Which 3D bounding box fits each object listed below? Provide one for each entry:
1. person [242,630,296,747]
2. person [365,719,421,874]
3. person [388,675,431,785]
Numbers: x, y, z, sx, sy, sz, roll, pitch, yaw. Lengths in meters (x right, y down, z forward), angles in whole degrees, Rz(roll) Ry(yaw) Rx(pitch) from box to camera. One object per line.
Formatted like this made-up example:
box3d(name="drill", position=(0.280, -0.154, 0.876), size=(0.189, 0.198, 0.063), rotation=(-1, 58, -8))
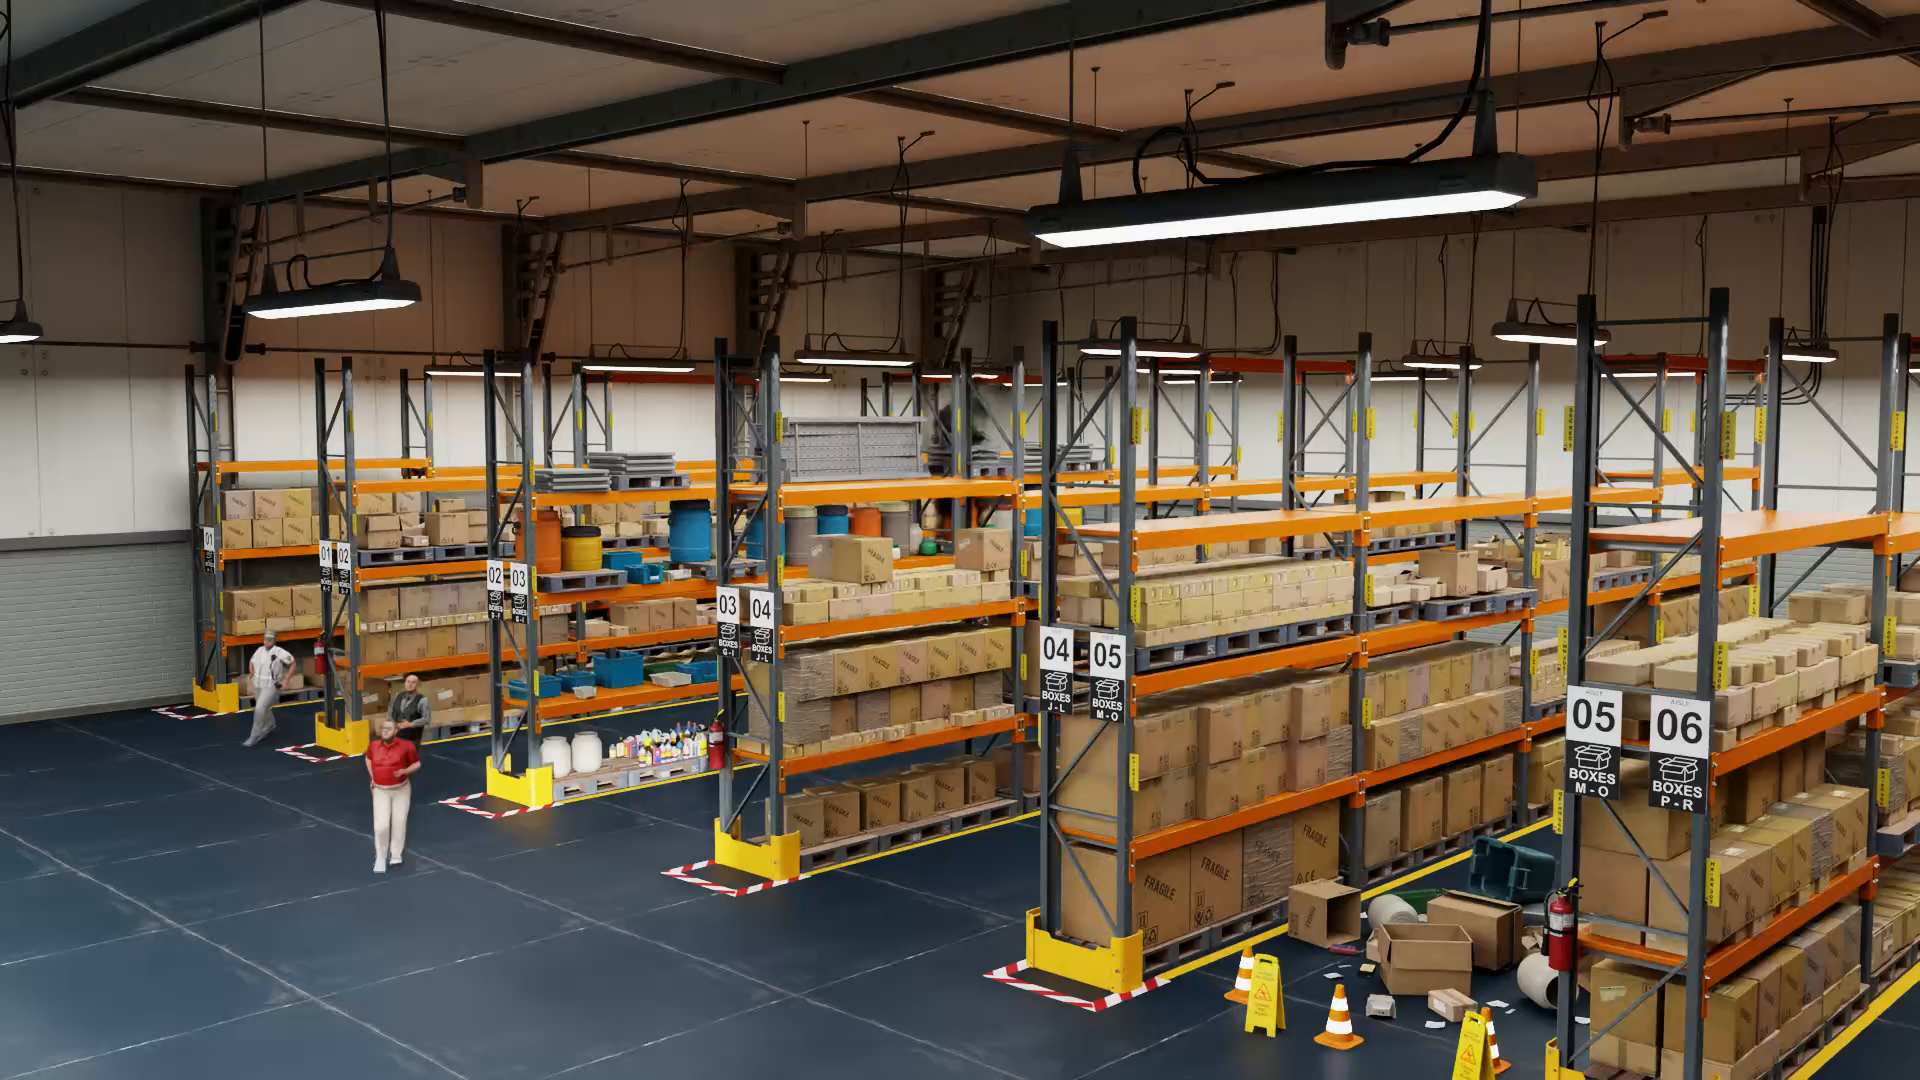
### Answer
box3d(name="person", position=(-10.863, 2.298, 26.068), size=(0.743, 1.798, 0.885), rotation=(1, 5, 18))
box3d(name="person", position=(-6.396, 2.896, 18.736), size=(0.627, 1.777, 0.727), rotation=(-1, 4, -12))
box3d(name="person", position=(-7.270, 2.634, 21.851), size=(0.648, 1.714, 0.815), rotation=(0, 4, -2))
